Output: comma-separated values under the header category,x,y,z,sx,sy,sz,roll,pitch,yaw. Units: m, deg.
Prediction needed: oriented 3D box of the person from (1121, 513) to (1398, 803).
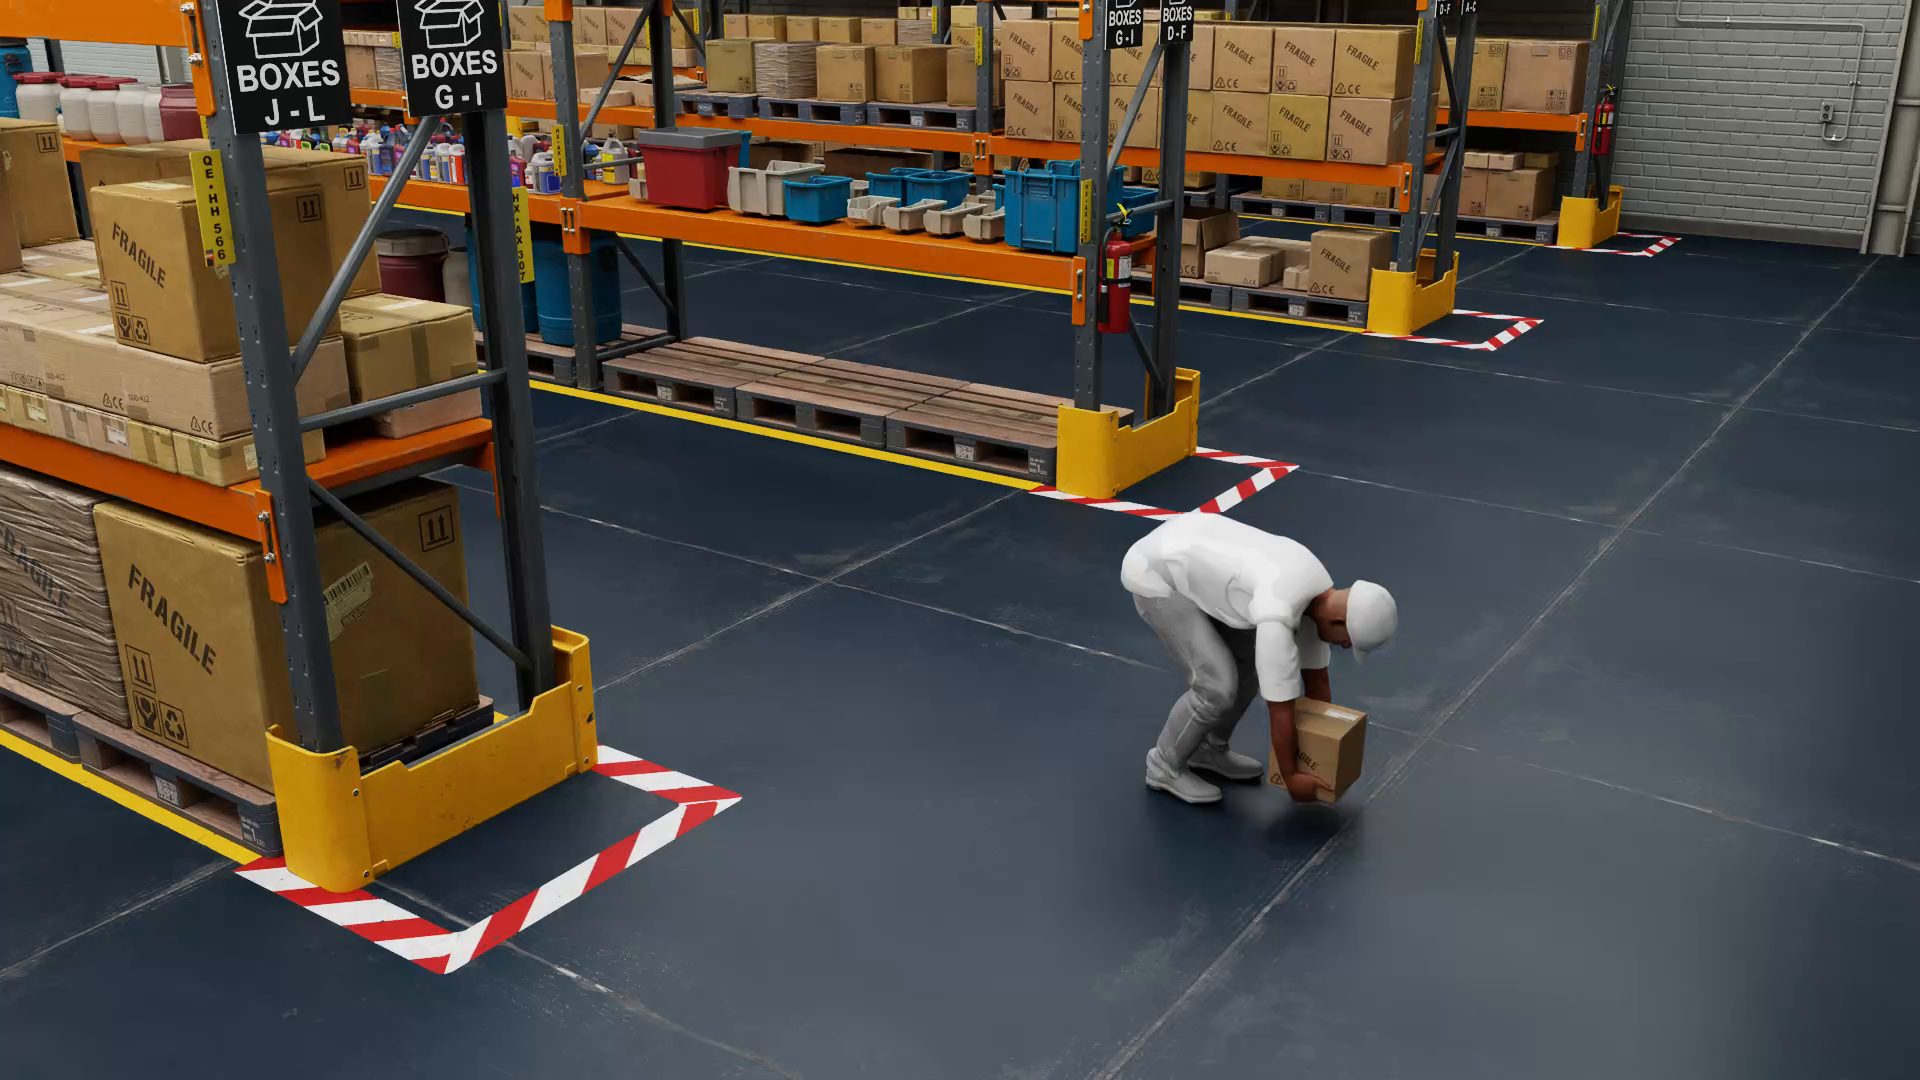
category,x,y,z,sx,sy,sz,roll,pitch,yaw
person,1.050,0.438,5.913,0.977,1.019,0.497,12,23,29
